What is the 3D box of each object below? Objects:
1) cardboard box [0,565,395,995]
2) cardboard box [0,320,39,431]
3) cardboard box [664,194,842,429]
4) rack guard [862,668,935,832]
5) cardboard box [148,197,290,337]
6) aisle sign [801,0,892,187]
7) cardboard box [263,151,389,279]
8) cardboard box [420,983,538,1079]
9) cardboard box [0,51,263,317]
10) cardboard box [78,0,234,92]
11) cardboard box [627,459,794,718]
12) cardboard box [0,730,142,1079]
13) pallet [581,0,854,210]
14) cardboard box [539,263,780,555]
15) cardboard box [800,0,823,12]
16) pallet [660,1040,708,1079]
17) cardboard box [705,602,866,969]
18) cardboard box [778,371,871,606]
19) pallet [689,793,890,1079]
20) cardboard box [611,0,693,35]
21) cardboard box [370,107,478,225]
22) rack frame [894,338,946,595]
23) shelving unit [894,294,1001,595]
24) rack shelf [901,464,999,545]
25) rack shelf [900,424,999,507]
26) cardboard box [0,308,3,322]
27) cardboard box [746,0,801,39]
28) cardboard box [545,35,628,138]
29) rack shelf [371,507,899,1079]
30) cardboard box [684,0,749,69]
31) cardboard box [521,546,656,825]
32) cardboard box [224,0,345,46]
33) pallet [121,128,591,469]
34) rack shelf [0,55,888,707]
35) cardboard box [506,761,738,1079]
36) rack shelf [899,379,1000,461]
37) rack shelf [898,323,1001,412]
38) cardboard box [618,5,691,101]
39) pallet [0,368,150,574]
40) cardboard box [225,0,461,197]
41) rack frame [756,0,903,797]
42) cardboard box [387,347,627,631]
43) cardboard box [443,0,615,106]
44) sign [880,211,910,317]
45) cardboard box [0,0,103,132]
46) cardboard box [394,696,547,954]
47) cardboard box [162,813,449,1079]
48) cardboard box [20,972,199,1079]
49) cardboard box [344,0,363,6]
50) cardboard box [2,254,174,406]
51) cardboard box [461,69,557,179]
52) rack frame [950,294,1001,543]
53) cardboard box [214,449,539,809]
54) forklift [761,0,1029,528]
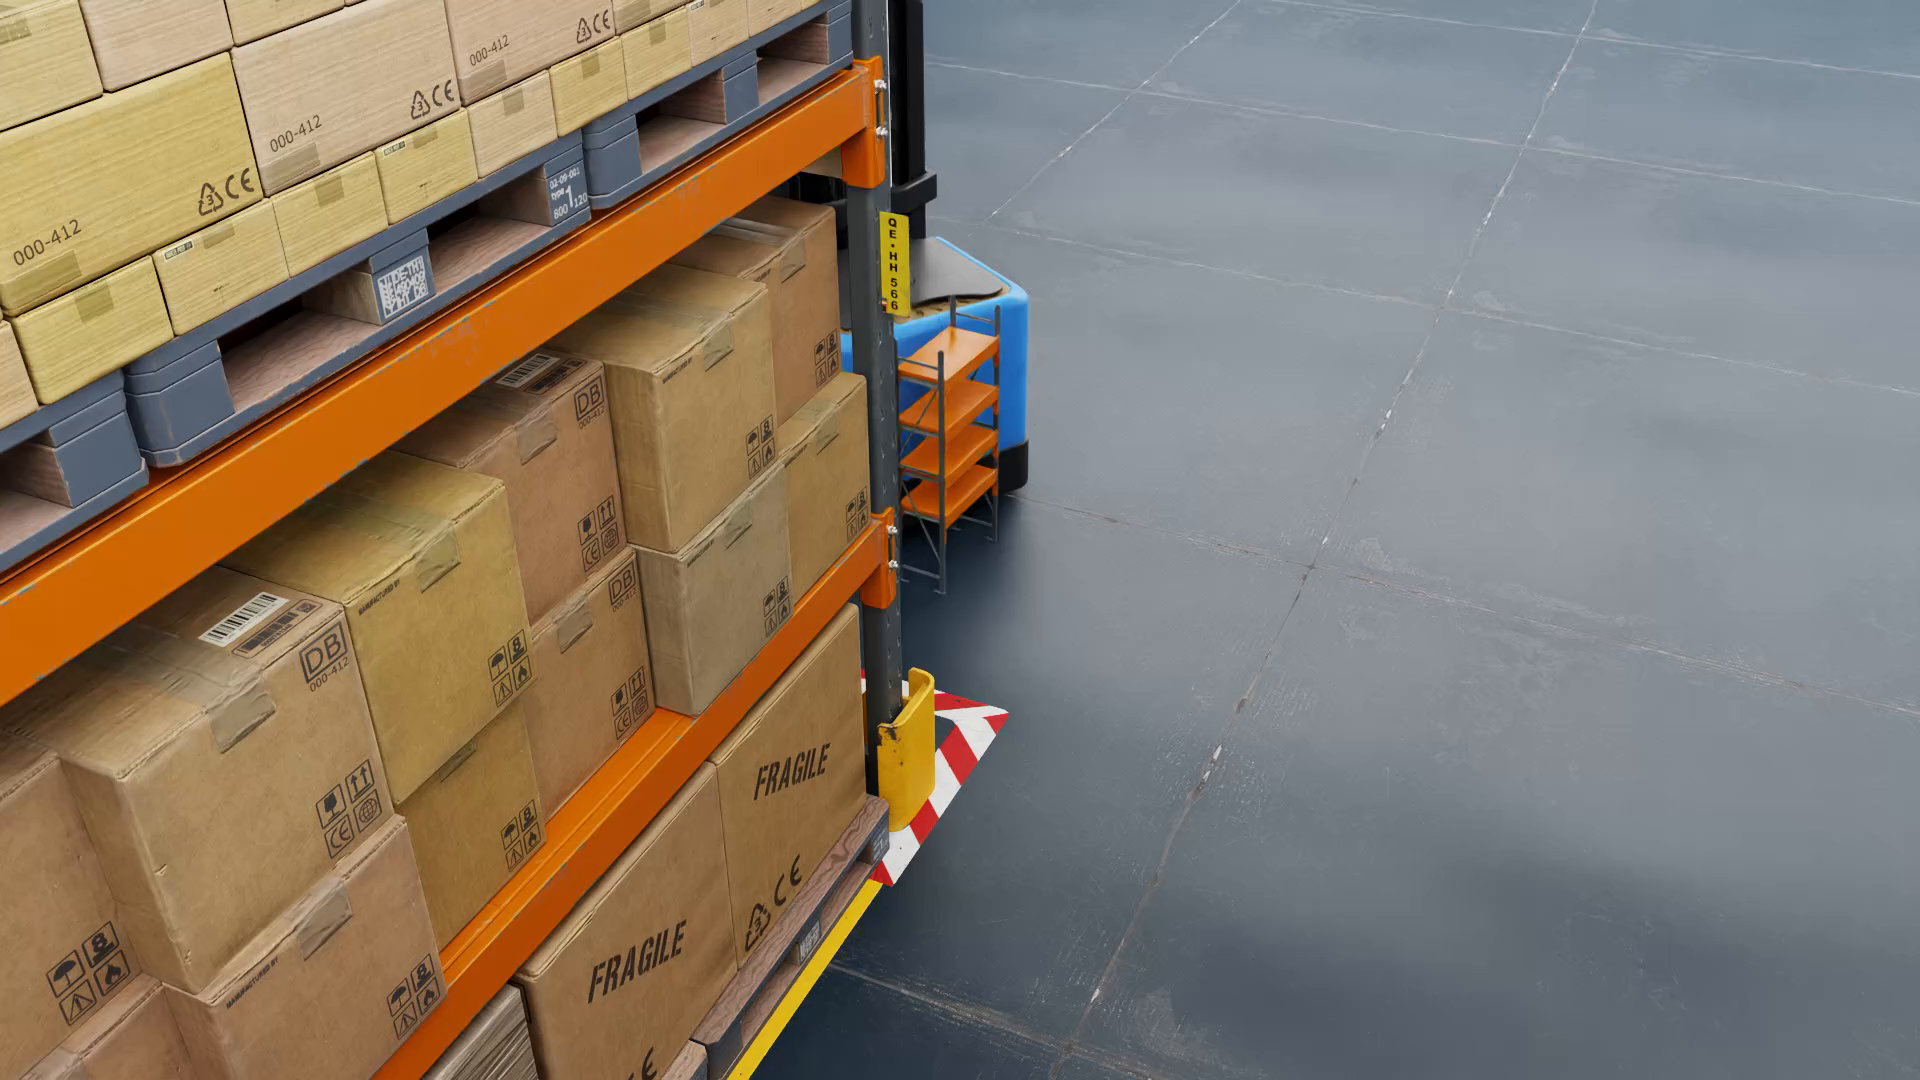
[{"bbox_3d":[-1.698,0.387,3.302,0.875,0.550,0.550,14,36,20],"label":"cardboard box"},{"bbox_3d":[-1.581,-0.233,2.389,0.380,0.149,0.250,14,36,20],"label":"cardboard box"},{"bbox_3d":[-0.876,-0.715,4.984,0.875,0.550,0.550,14,36,20],"label":"cardboard box"},{"bbox_3d":[-0.676,0.657,6.293,1.175,0.500,0.348,14,36,20],"label":"rack guard"},{"bbox_3d":[-1.367,-0.489,2.780,0.380,0.149,0.250,14,36,21],"label":"cardboard box"},{"bbox_3d":[-0.383,-1.430,4.825,0.394,0.787,0.004,14,36,20],"label":"aisle sign"},{"bbox_3d":[-1.262,-0.612,2.968,0.380,0.149,0.250,15,36,21],"label":"cardboard box"},{"bbox_3d":[-1.659,1.581,4.158,0.875,0.875,0.875,14,36,21],"label":"cardboard box"},{"bbox_3d":[-1.480,-0.600,2.586,0.500,0.250,0.500,14,36,20],"label":"cardboard box"},{"bbox_3d":[-1.367,-0.822,2.561,0.380,0.149,0.250,14,36,20],"label":"cardboard box"},{"bbox_3d":[-1.010,0.035,4.825,0.875,0.550,0.550,14,36,20],"label":"cardboard box"},{"bbox_3d":[-2.049,0.625,2.940,0.875,0.550,0.550,14,36,20],"label":"cardboard box"},{"bbox_3d":[-0.986,-1.222,4.224,1.003,0.211,1.213,14,36,20],"label":"pallet"},{"bbox_3d":[-1.022,-0.420,4.533,0.875,0.550,0.550,14,36,20],"label":"cardboard box"},{"bbox_3d":[-0.517,-1.500,4.322,0.380,0.149,0.250,14,36,20],"label":"cardboard box"},{"bbox_3d":[-1.461,1.811,4.796,1.003,0.211,1.213,14,36,20],"label":"pallet"},{"bbox_3d":[-0.909,0.689,5.518,0.875,0.875,0.875,14,36,21],"label":"cardboard box"},{"bbox_3d":[-0.800,-0.244,5.250,0.875,0.550,0.550,14,36,20],"label":"cardboard box"},{"bbox_3d":[-0.949,1.206,5.719,1.003,0.211,1.213,14,36,20],"label":"pallet"},{"bbox_3d":[-0.847,-1.353,3.734,0.500,0.250,0.500,14,36,21],"label":"cardboard box"},{"bbox_3d":[-1.155,-0.741,3.163,0.380,0.149,0.250,15,36,21],"label":"cardboard box"},{"bbox_3d":[-0.173,-0.291,7.100,0.240,1.200,0.015,17,37,24],"label":"rack frame"},{"bbox_3d":[-0.054,-0.408,7.278,0.258,1.200,0.503,17,37,24],"label":"shelving unit"},{"bbox_3d":[-0.054,-0.186,7.424,0.258,0.148,0.480,17,37,24],"label":"rack shelf"},{"bbox_3d":[-0.054,-0.352,7.315,0.258,0.148,0.480,17,37,24],"label":"rack shelf"},{"bbox_3d":[-1.691,-0.349,2.203,0.500,0.250,0.500,14,36,20],"label":"cardboard box"},{"bbox_3d":[-0.623,-1.375,4.131,0.380,0.149,0.250,14,36,21],"label":"cardboard box"},{"bbox_3d":[-0.943,-0.993,3.548,0.380,0.149,0.250,14,36,20],"label":"cardboard box"},{"bbox_3d":[-1.522,0.920,4.267,1.077,0.370,4.000,14,36,20],"label":"rack shelf"},{"bbox_3d":[-0.730,-1.247,3.935,0.380,0.149,0.250,15,36,21],"label":"cardboard box"},{"bbox_3d":[-1.358,0.285,4.443,0.875,0.550,0.550,14,36,20],"label":"cardboard box"},{"bbox_3d":[-1.262,-0.946,2.749,0.380,0.149,0.250,14,36,20],"label":"cardboard box"},{"bbox_3d":[-1.496,-0.612,3.294,1.003,0.211,1.213,14,36,20],"label":"pallet"},{"bbox_3d":[-1.522,-0.334,3.445,1.077,0.370,4.000,14,36,20],"label":"rack shelf"},{"bbox_3d":[-1.276,1.128,4.849,0.875,0.875,0.875,14,36,20],"label":"cardboard box"},{"bbox_3d":[-0.054,-0.539,7.192,0.258,0.148,0.480,17,37,24],"label":"rack shelf"},{"bbox_3d":[-0.054,-0.737,7.063,0.258,0.148,0.480,17,37,24],"label":"rack shelf"},{"bbox_3d":[-0.836,-1.121,3.744,0.380,0.149,0.250,15,36,21],"label":"cardboard box"},{"bbox_3d":[-2.007,-0.007,2.370,1.003,0.211,1.213,14,36,20],"label":"pallet"},{"bbox_3d":[-1.269,-0.853,2.971,0.500,0.250,0.500,15,36,21],"label":"cardboard box"},{"bbox_3d":[-0.686,-0.377,5.589,1.000,3.000,0.127,14,36,20],"label":"rack frame"},{"bbox_3d":[-1.380,-0.172,4.156,0.875,0.550,0.550,14,36,20],"label":"cardboard box"},{"bbox_3d":[-1.057,-1.104,3.353,0.500,0.250,0.500,14,36,20],"label":"cardboard box"},{"bbox_3d":[-0.199,-0.829,5.006,0.100,0.325,0.005,14,36,20],"label":"sign"},{"bbox_3d":[-1.473,-0.696,2.369,0.380,0.149,0.250,15,36,21],"label":"cardboard box"},{"bbox_3d":[-1.542,0.558,4.026,0.875,0.550,0.500,14,36,20],"label":"cardboard box"},{"bbox_3d":[-1.673,0.845,3.589,0.875,0.550,0.550,14,36,20],"label":"cardboard box"},{"bbox_3d":[-2.006,1.087,3.220,0.875,0.550,0.550,14,36,20],"label":"cardboard box"},{"bbox_3d":[-1.156,-1.072,2.941,0.380,0.149,0.250,14,36,21],"label":"cardboard box"},{"bbox_3d":[-1.474,-0.362,2.586,0.380,0.149,0.250,14,36,20],"label":"cardboard box"},{"bbox_3d":[-1.049,-0.867,3.357,0.380,0.149,0.250,14,36,21],"label":"cardboard box"},{"bbox_3d":[0.066,-0.525,7.456,0.240,1.200,0.015,17,37,24],"label":"rack frame"},{"bbox_3d":[-1.484,0.122,3.708,0.875,0.550,0.500,14,36,20],"label":"cardboard box"},{"bbox_3d":[-0.891,-1.985,8.105,1.130,2.935,3.031,-19,38,-27],"label":"forklift"}]
